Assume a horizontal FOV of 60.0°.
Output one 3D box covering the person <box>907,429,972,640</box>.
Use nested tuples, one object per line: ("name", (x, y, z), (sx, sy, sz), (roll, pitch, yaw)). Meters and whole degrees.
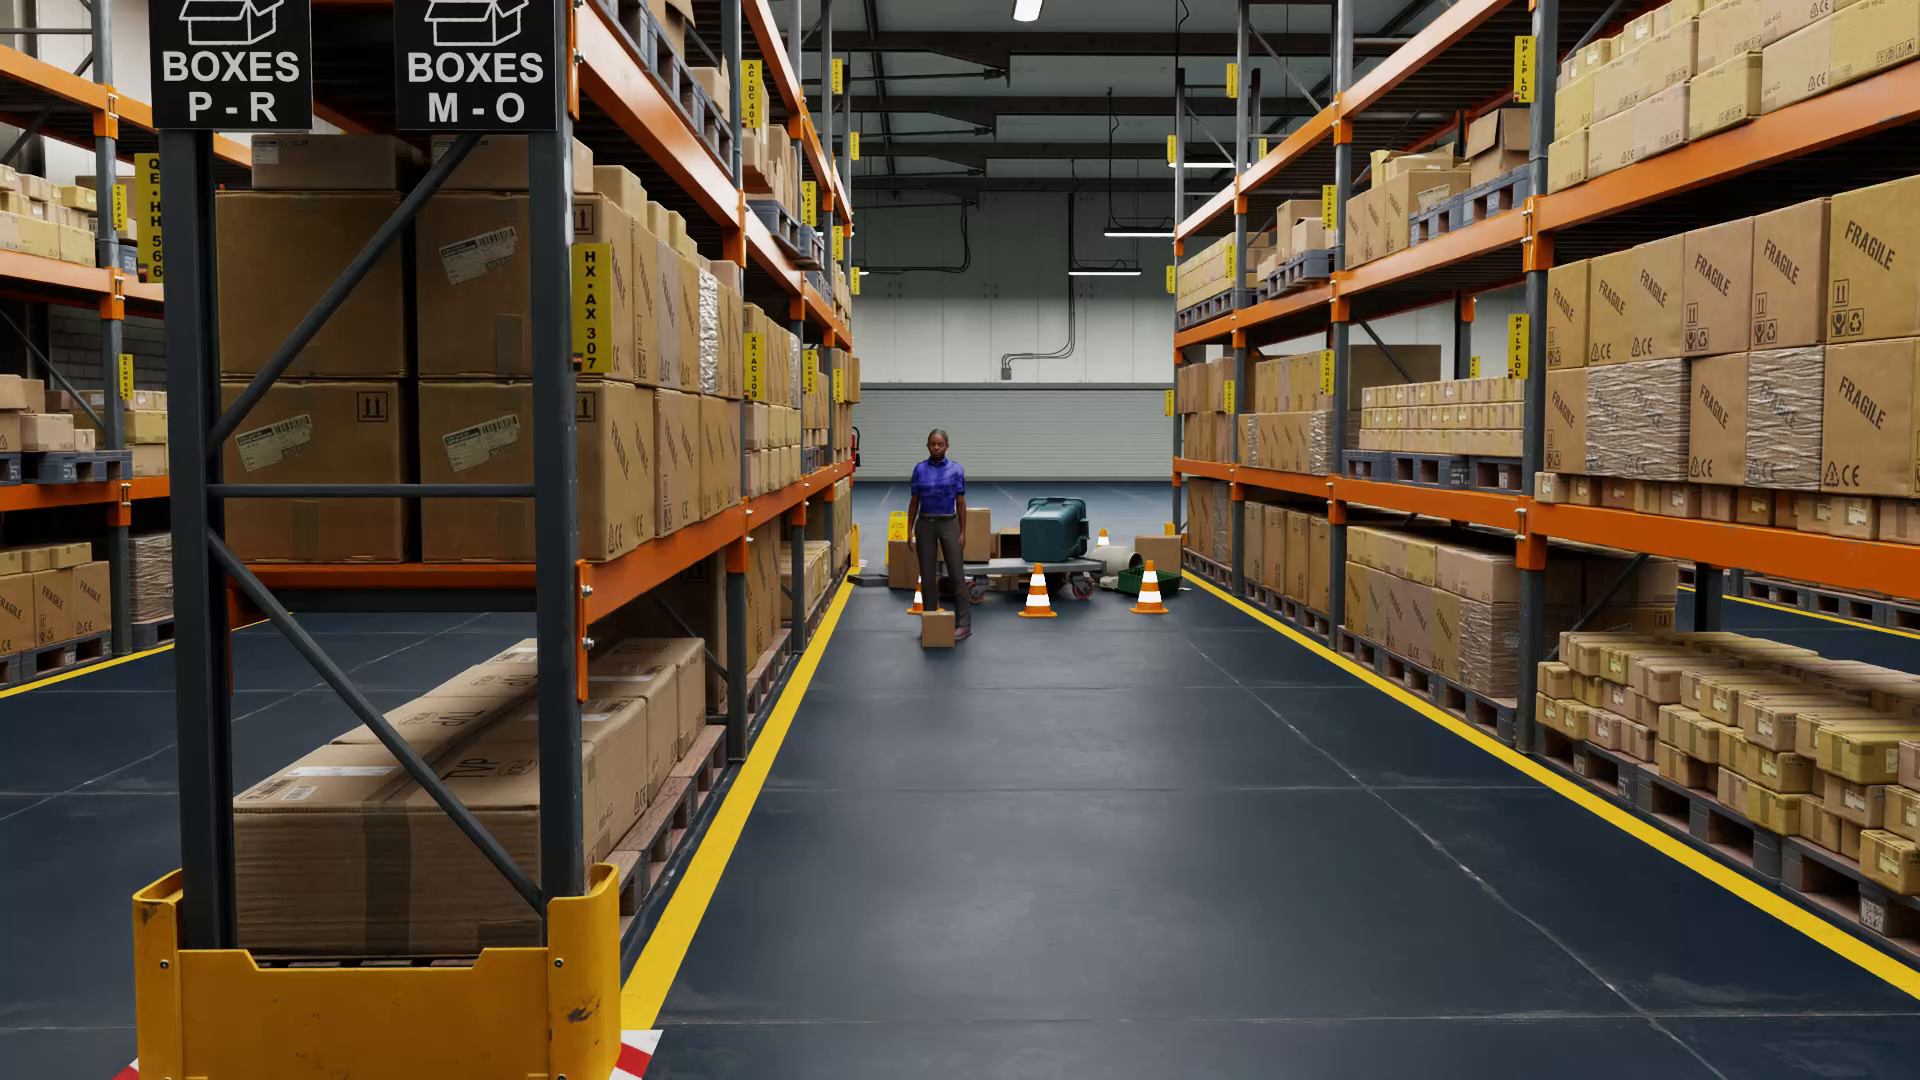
("person", (-0.167, -0.051, 13.215), (0.511, 1.667, 0.348), (0, 4, 6))
